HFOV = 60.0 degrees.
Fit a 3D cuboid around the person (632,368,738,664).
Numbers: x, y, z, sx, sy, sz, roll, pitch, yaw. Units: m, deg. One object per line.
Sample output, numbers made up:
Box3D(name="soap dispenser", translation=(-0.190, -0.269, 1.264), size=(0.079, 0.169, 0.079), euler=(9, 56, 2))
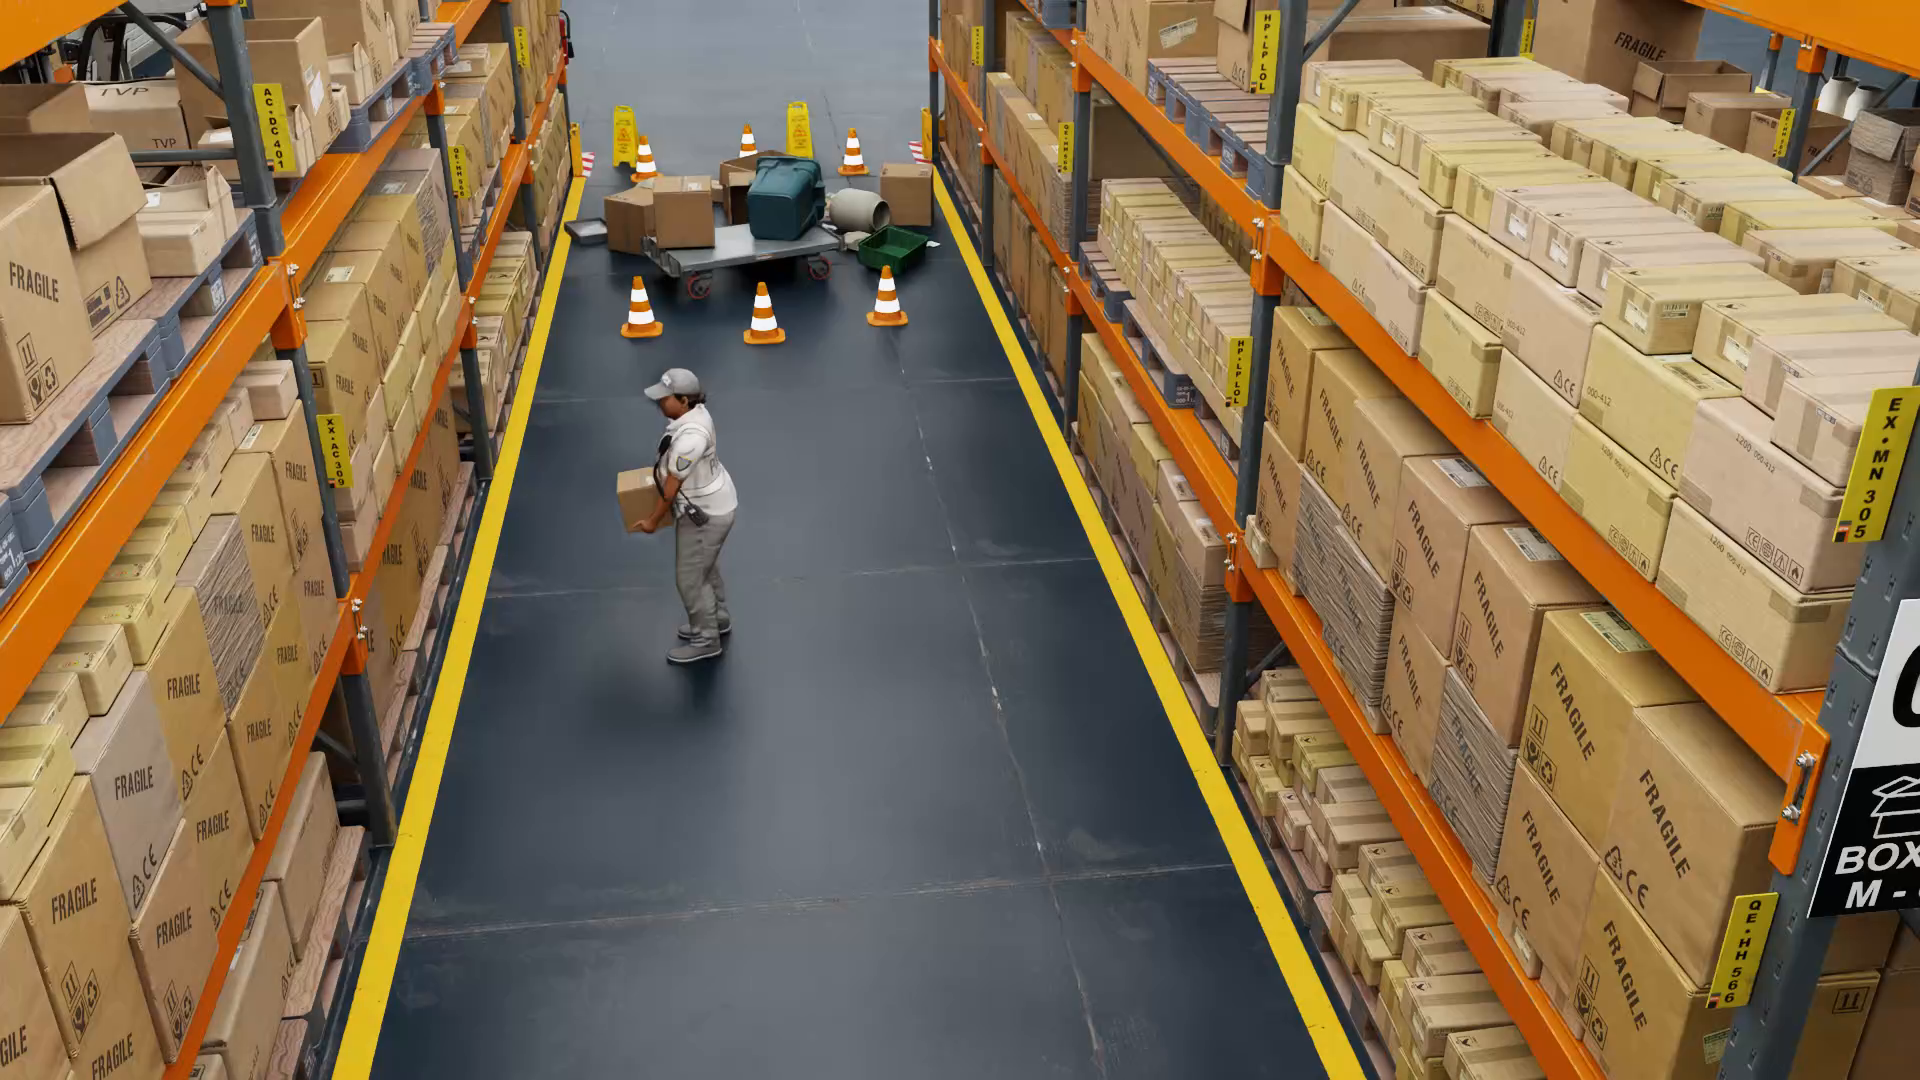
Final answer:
Box3D(name="person", translation=(-1.469, -0.138, 8.899), size=(0.557, 1.660, 0.452), euler=(-4, 28, -8))
